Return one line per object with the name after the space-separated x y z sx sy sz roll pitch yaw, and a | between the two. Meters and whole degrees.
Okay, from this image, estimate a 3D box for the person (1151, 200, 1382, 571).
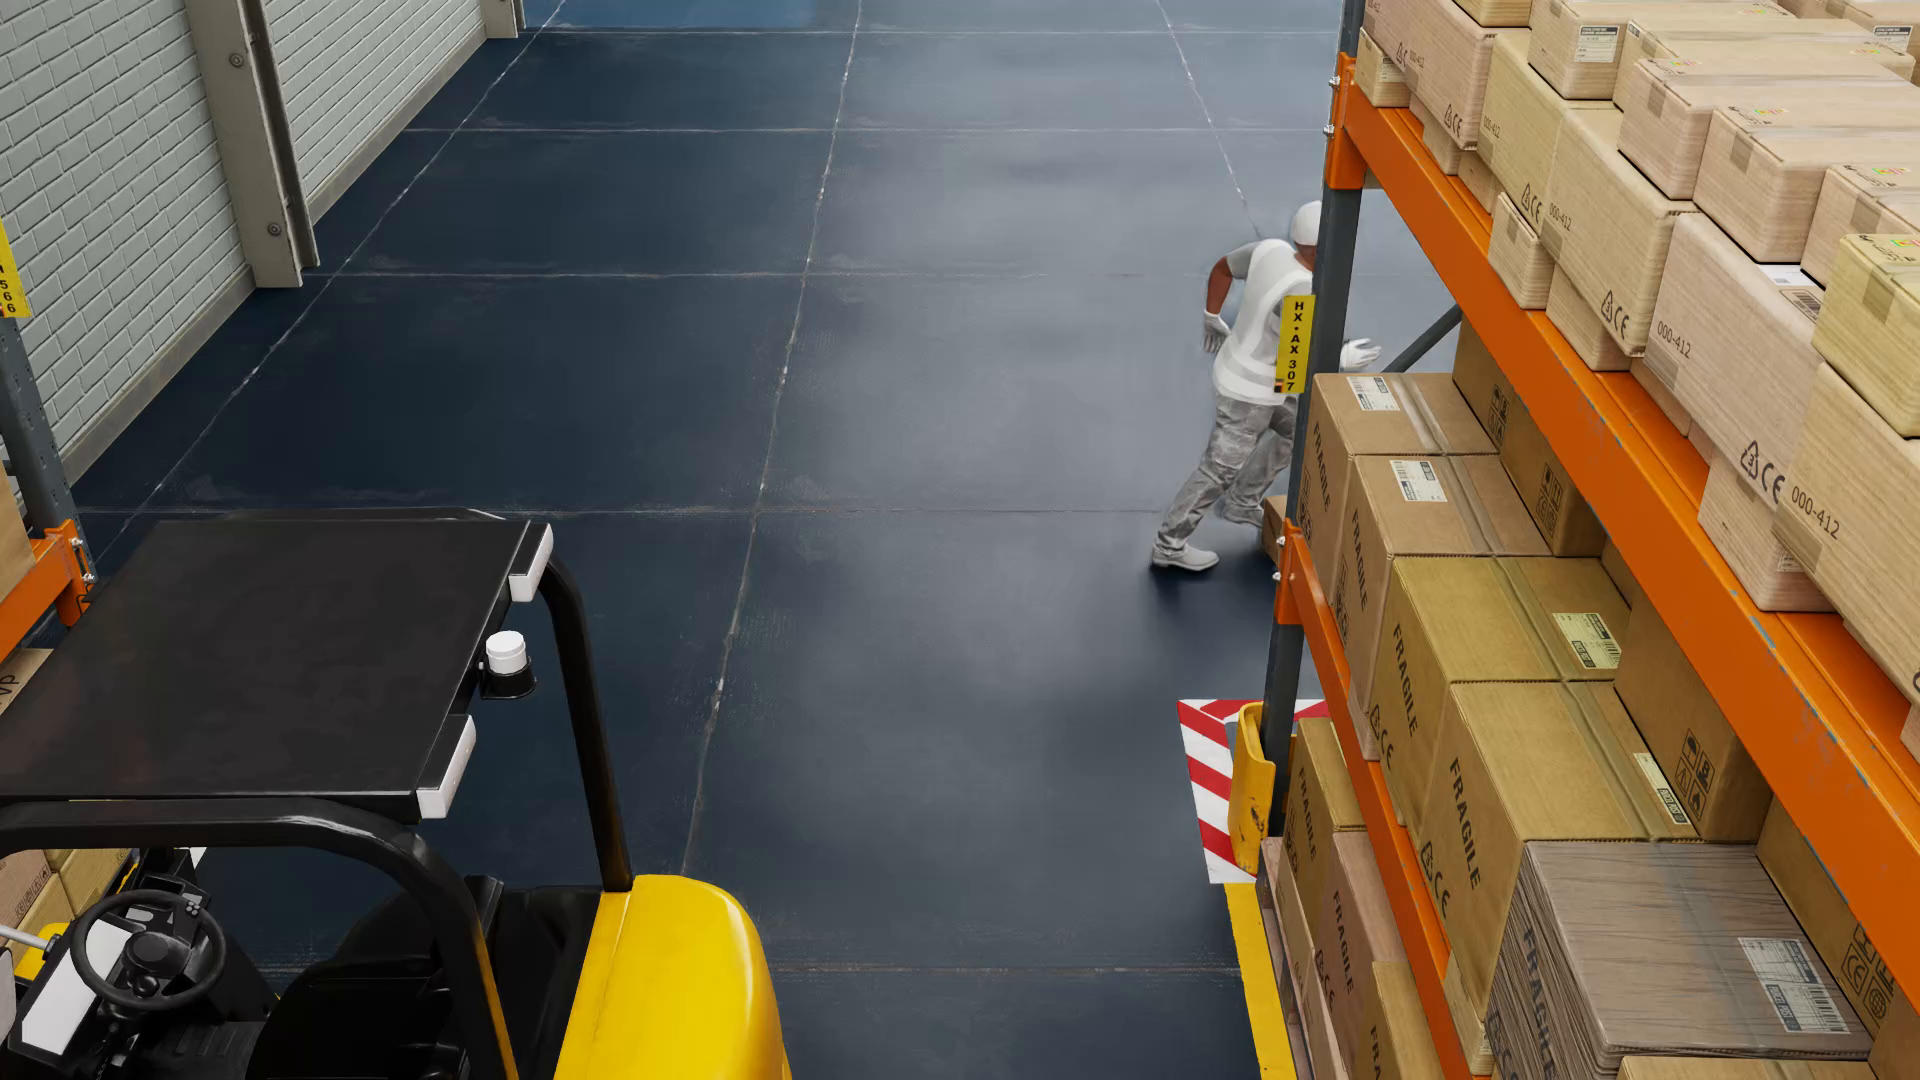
1.342 -0.679 7.291 0.908 1.690 0.675 3 31 4 | person
